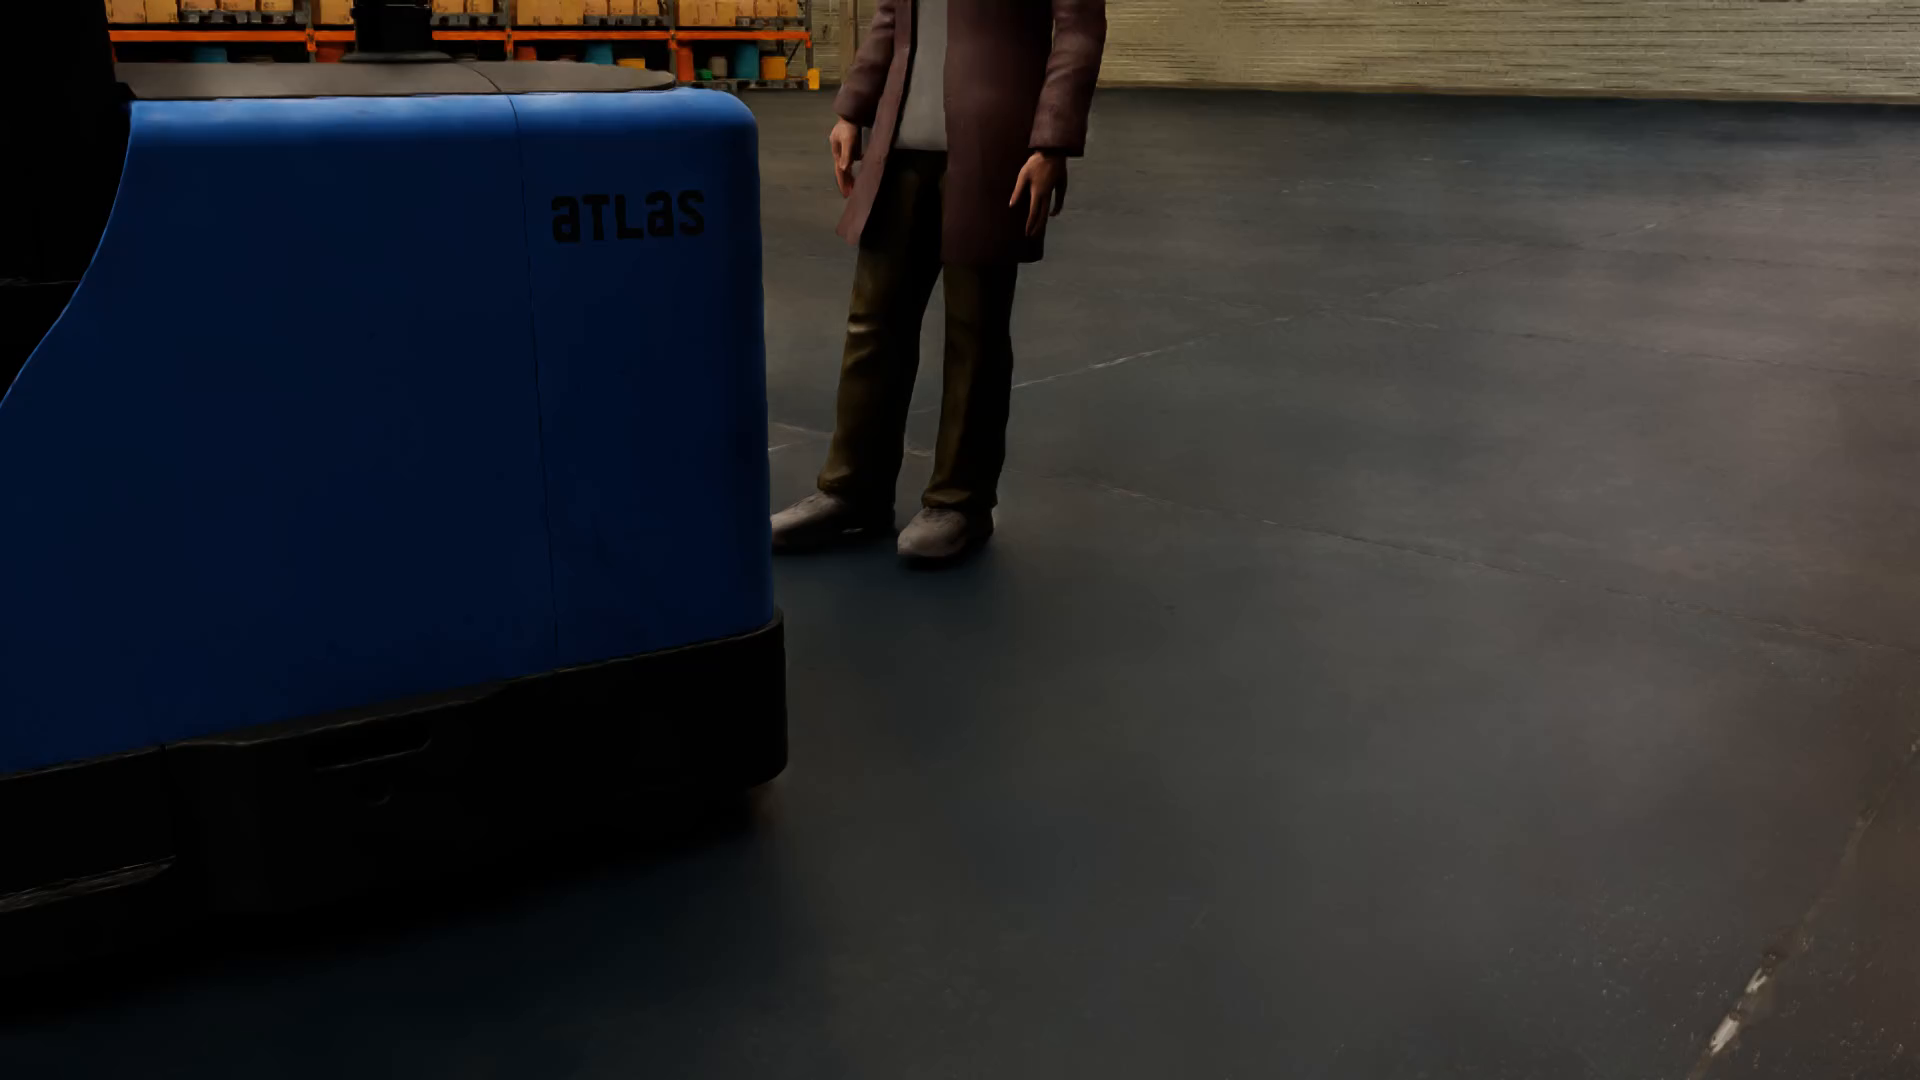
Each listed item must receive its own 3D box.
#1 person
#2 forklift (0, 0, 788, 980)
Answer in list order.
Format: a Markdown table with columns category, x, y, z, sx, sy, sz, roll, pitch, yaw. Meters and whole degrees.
| category | x | y | z | sx | sy | sz | roll | pitch | yaw |
| --- | --- | --- | --- | --- | --- | --- | --- | --- | --- |
| person | -0.062 | -0.838 | 3.617 | 0.694 | 1.776 | 0.580 | 13 | 21 | 37 |
| forklift | -1.797 | -0.887 | 1.817 | 3.031 | 2.935 | 1.130 | -10 | 19 | -29 |
